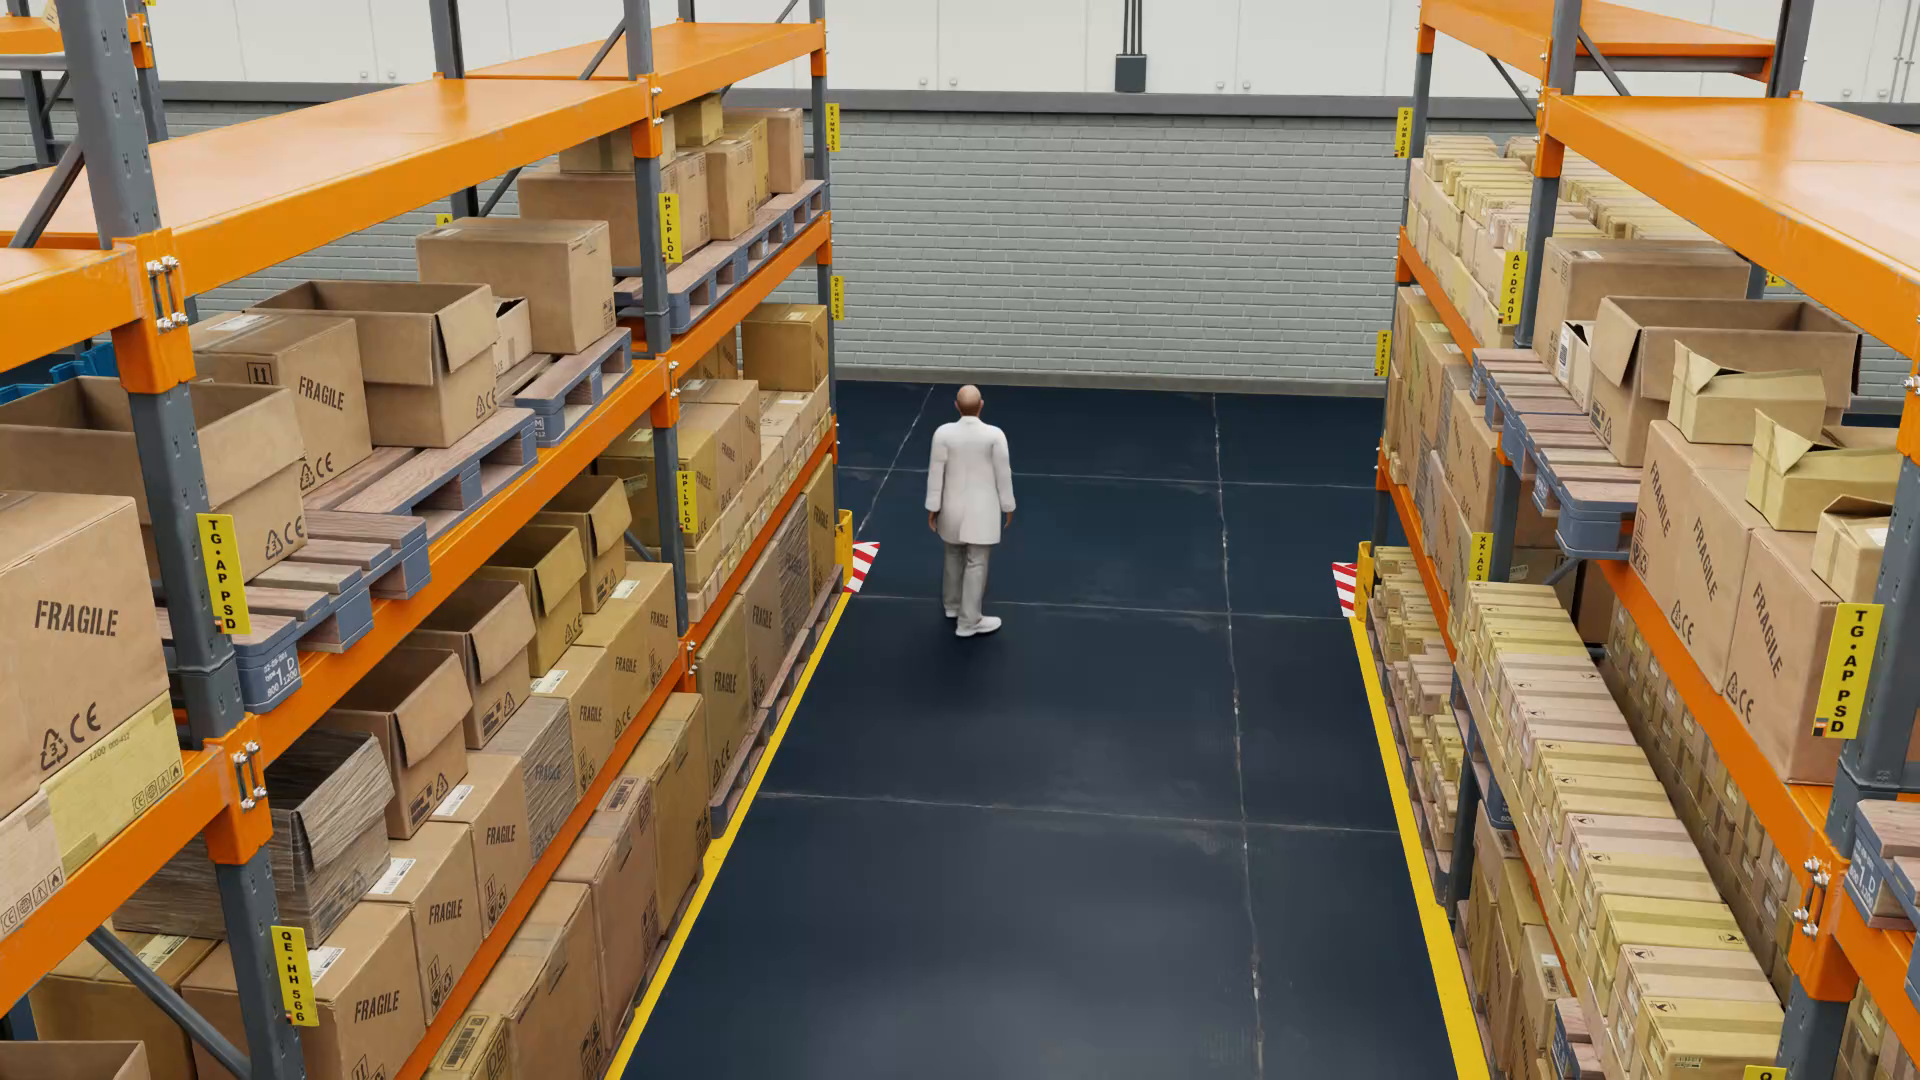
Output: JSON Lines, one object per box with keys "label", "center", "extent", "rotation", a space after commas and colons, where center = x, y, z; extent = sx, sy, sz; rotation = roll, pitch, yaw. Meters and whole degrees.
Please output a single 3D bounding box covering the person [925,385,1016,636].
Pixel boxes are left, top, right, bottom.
{"label": "person", "center": [0.101, -0.248, 11.722], "extent": [0.617, 1.767, 0.685], "rotation": [6, 22, 16]}
